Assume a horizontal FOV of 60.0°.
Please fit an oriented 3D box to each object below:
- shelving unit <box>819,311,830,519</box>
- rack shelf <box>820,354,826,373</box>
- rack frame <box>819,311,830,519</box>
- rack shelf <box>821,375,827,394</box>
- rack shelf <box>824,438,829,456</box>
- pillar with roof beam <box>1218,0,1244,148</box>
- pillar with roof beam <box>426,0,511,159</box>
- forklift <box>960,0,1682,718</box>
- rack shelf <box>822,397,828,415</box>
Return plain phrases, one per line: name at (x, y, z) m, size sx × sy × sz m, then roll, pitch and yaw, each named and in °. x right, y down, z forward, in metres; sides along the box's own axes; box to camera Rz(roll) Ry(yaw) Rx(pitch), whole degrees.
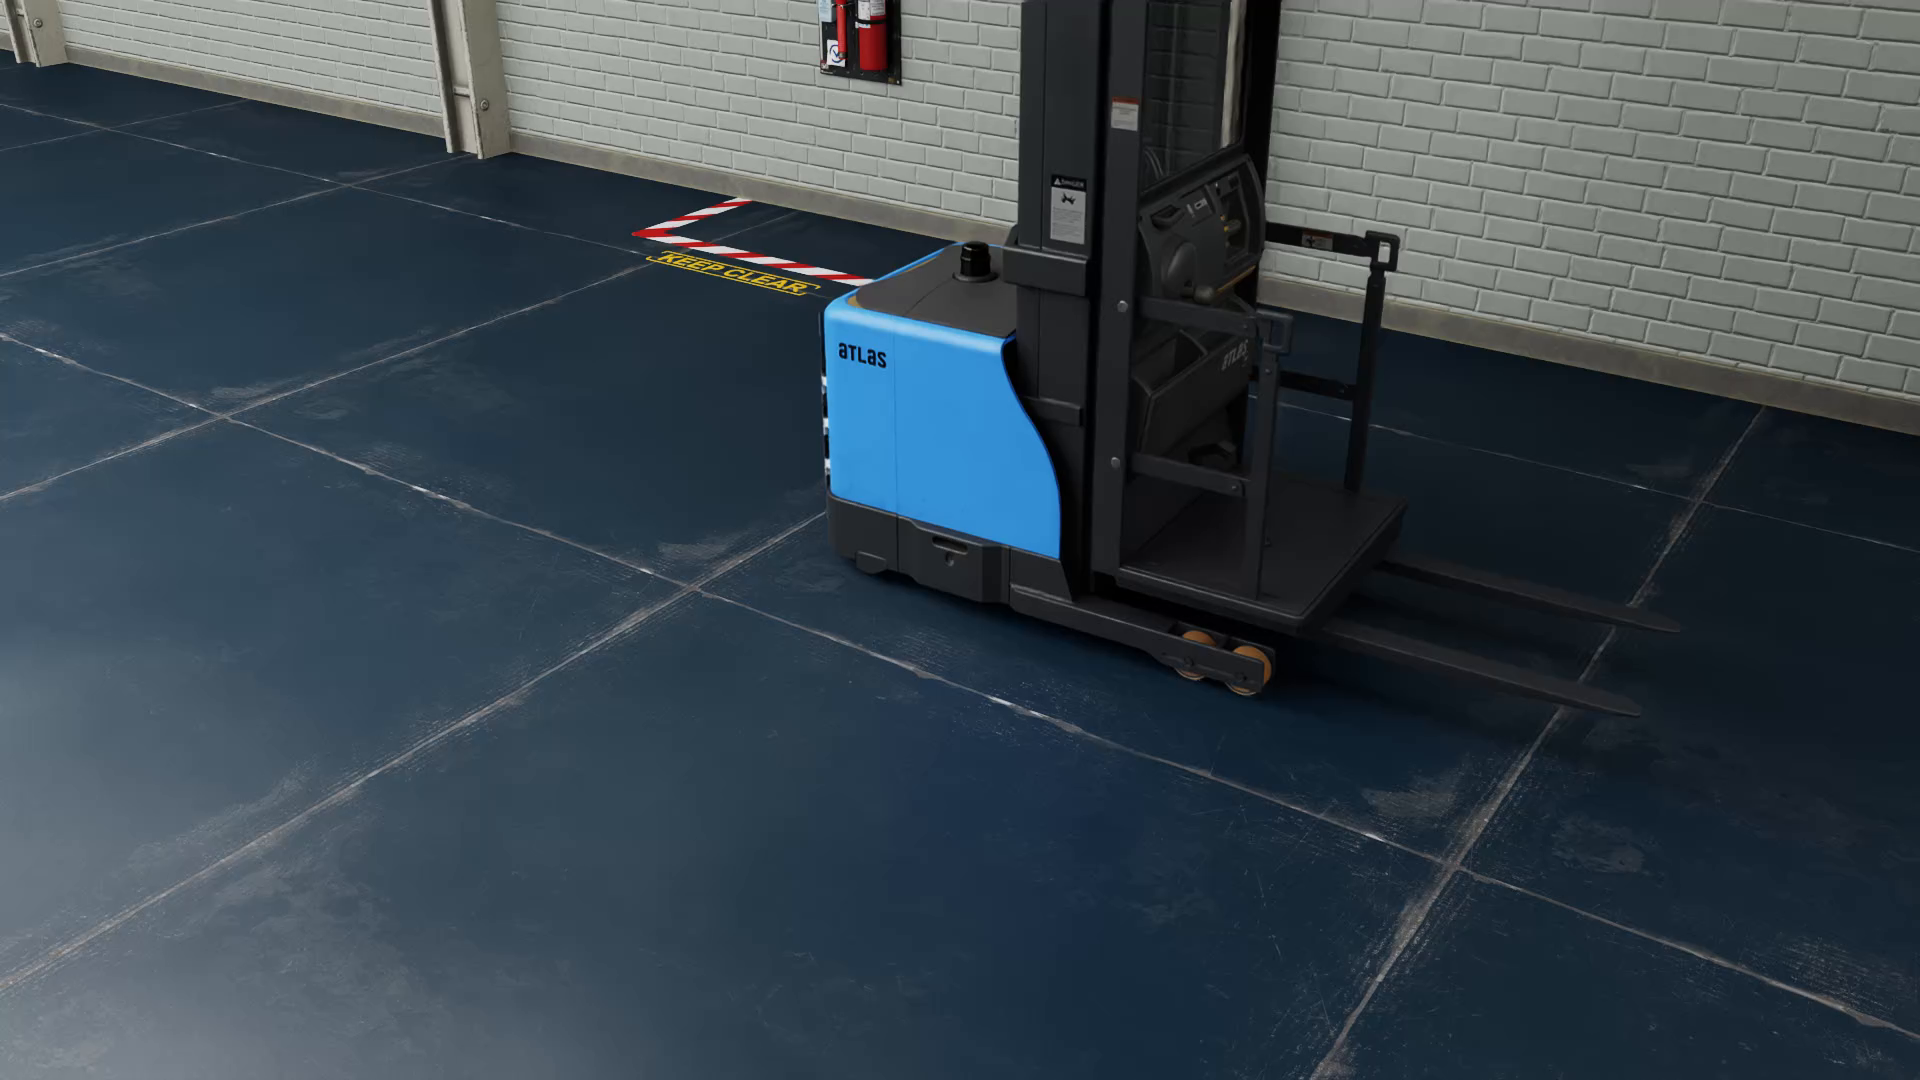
shelving unit at (-0.402, -0.512, 6.764) m, size 0.210 × 0.900 × 0.258 m, roll 16°, pitch 31°, yaw 28°
rack shelf at (-0.402, -0.723, 6.657) m, size 0.200 × 0.077 × 0.258 m, roll 16°, pitch 31°, yaw 28°
rack frame at (-0.488, -0.537, 6.812) m, size 0.006 × 0.900 × 0.240 m, roll 16°, pitch 31°, yaw 28°
rack shelf at (-0.402, -0.643, 6.698) m, size 0.200 × 0.077 × 0.258 m, roll 16°, pitch 31°, yaw 28°
rack shelf at (-0.402, -0.402, 6.820) m, size 0.200 × 0.077 × 0.258 m, roll 16°, pitch 31°, yaw 28°
pillar with roof beam at (-1.091, -3.779, 4.255) m, size 0.400 × 9.000 × 9.100 m, roll 17°, pitch 32°, yaw 30°
pillar with roof beam at (-6.036, -5.320, 7.282) m, size 0.400 × 9.000 × 9.100 m, roll 17°, pitch 32°, yaw 30°
forklift at (1.002, -1.045, 5.572) m, size 3.031 × 2.935 × 1.110 m, roll 16°, pitch 31°, yaw 28°
rack shelf at (-0.402, -0.563, 6.739) m, size 0.200 × 0.077 × 0.258 m, roll 16°, pitch 31°, yaw 28°
